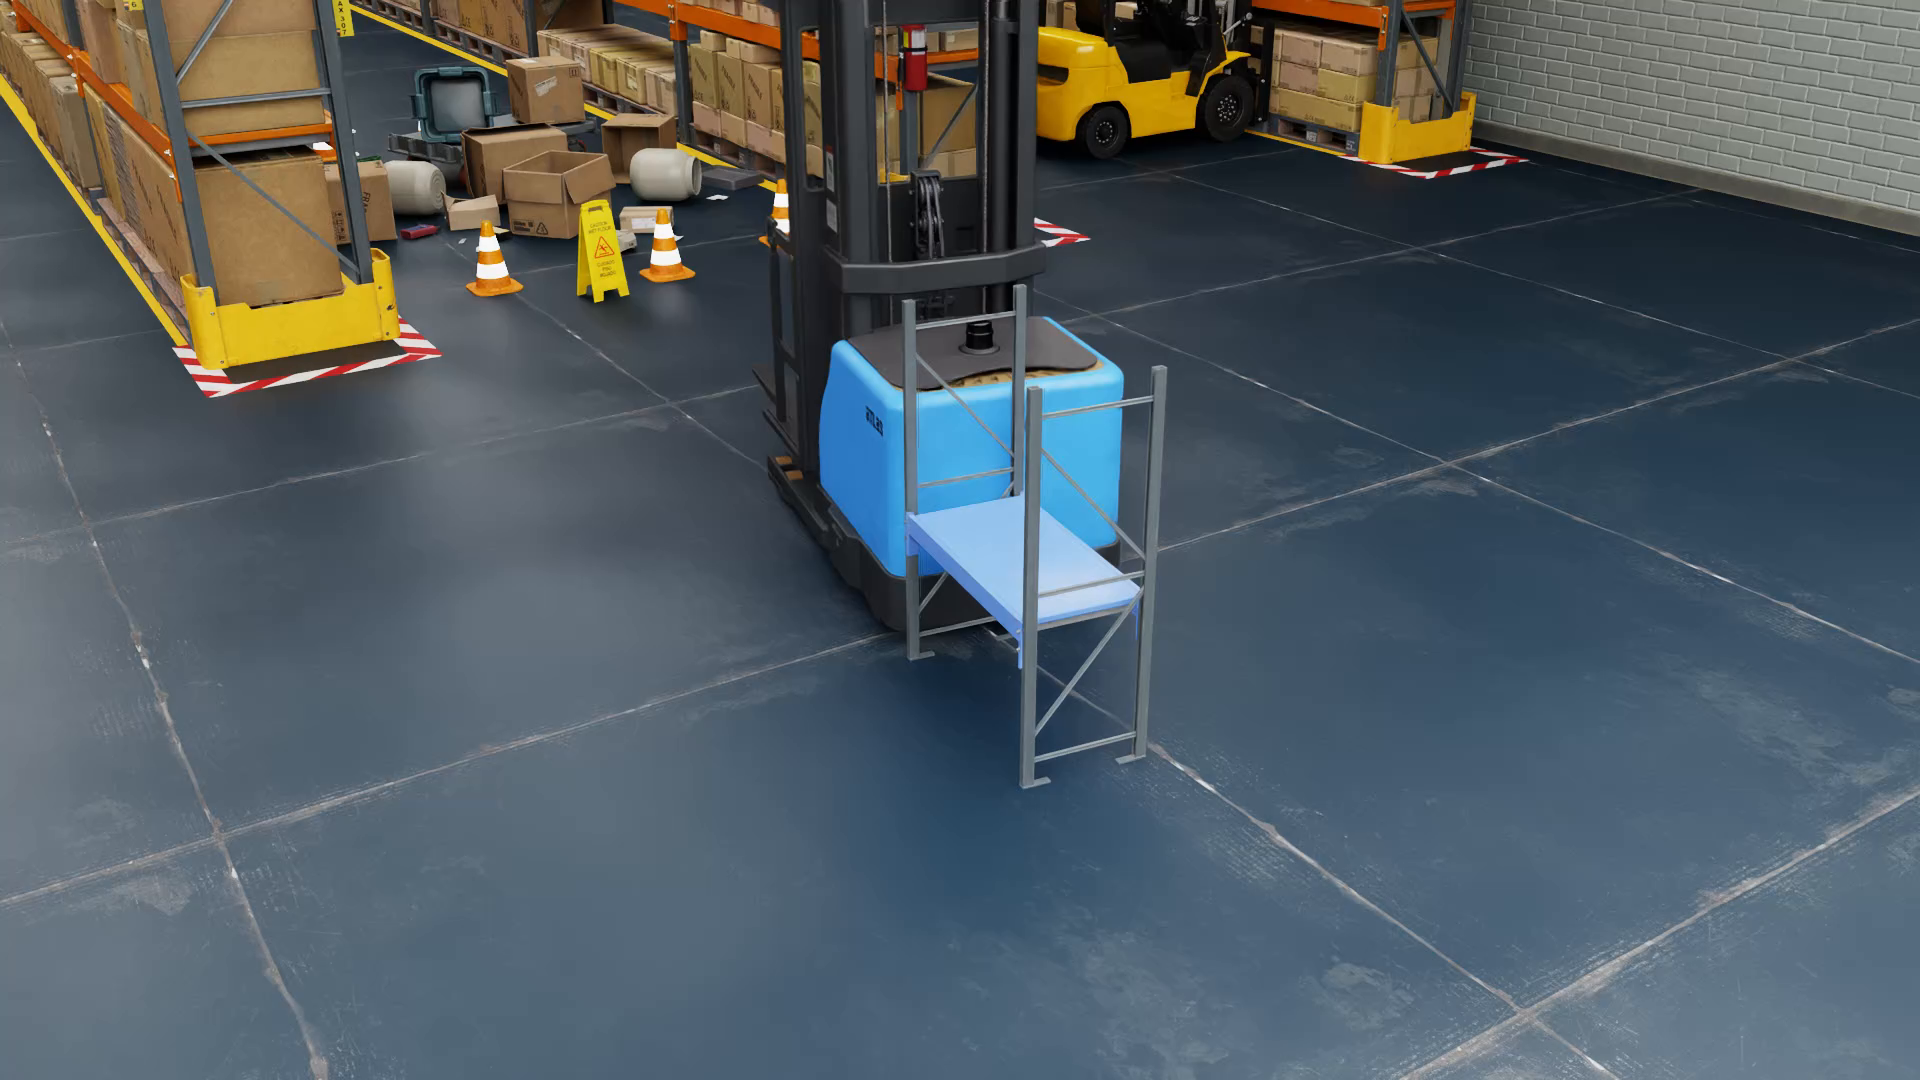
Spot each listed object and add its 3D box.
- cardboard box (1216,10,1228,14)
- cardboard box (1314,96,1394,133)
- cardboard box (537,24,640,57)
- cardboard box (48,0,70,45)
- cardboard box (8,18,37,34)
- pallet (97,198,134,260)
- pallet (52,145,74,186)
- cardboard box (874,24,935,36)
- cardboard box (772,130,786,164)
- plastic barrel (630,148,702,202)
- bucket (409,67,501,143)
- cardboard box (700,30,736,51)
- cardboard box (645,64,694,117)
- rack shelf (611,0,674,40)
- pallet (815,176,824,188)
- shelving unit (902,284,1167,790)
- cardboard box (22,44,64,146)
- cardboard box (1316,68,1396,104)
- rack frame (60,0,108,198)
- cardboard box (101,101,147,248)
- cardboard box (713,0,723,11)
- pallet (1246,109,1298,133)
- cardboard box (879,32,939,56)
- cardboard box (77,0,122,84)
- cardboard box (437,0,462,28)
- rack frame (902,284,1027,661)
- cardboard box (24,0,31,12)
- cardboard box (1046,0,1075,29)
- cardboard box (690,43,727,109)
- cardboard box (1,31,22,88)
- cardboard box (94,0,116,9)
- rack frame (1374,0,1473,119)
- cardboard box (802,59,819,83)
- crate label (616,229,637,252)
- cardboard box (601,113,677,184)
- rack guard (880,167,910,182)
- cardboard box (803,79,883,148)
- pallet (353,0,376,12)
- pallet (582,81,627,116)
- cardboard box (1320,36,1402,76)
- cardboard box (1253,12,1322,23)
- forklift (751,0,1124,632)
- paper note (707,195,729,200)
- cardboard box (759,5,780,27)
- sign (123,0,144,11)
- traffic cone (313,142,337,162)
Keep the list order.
[{"bbox_3d":[2.526,-5.134,16.670,0.500,0.250,0.500,-14,29,-28],"label":"cardboard box"},{"bbox_3d":[3.635,-3.953,15.338,0.500,0.250,0.500,-15,29,-29],"label":"cardboard box"},{"bbox_3d":[-4.068,-5.412,18.287,0.950,0.372,0.625,-18,31,-33],"label":"cardboard box"},{"bbox_3d":[-6.785,-4.164,12.940,0.500,0.500,0.500,-16,29,-30],"label":"cardboard box"},{"bbox_3d":[-9.053,-5.008,16.402,0.500,0.250,0.500,-16,30,-31],"label":"cardboard box"},{"bbox_3d":[-5.927,-2.444,12.679,1.003,0.211,1.213,-16,29,-30],"label":"pallet"},{"bbox_3d":[-7.431,-3.429,14.766,1.003,0.211,1.213,-16,29,-30],"label":"pallet"},{"bbox_3d":[-0.528,-4.063,12.378,0.500,0.500,0.500,-16,30,-30],"label":"cardboard box"},{"bbox_3d":[-1.234,-3.300,13.955,0.500,0.250,0.500,-17,30,-31],"label":"cardboard box"},{"bbox_3d":[-2.397,-2.975,13.555,0.512,0.421,0.421,3,25,6],"label":"plastic barrel"},{"bbox_3d":[-4.270,-3.690,14.108,0.726,0.611,0.620,-6,16,-12],"label":"bucket"},{"bbox_3d":[-2.070,-4.431,14.713,0.380,0.149,0.250,-15,29,-29],"label":"cardboard box"},{"bbox_3d":[-2.473,-4.373,16.086,0.950,0.372,0.625,-15,29,-29],"label":"cardboard box"},{"bbox_3d":[-3.276,-5.574,16.887,1.077,0.370,4.000,-16,29,-30],"label":"rack shelf"},{"bbox_3d":[-0.456,-2.819,13.474,1.003,0.211,1.213,-16,29,-30],"label":"pallet"},{"bbox_3d":[0.231,-0.042,6.082,0.538,1.500,1.048,-11,27,-22],"label":"shelving unit"},{"bbox_3d":[-7.723,-4.047,14.953,1.050,0.750,0.750,-15,29,-29],"label":"cardboard box"},{"bbox_3d":[3.629,-4.186,15.246,0.500,0.250,0.500,-16,30,-30],"label":"cardboard box"},{"bbox_3d":[-6.276,-3.995,12.698,1.000,3.000,0.127,-16,29,-30],"label":"rack frame"},{"bbox_3d":[-5.496,-2.661,11.870,0.875,0.875,0.875,-15,29,-29],"label":"cardboard box"},{"bbox_3d":[-1.929,-4.717,14.523,0.380,0.149,0.250,-16,29,-30],"label":"cardboard box"},{"bbox_3d":[3.042,-4.351,16.718,1.003,0.211,1.213,-16,29,-30],"label":"pallet"},{"bbox_3d":[-0.384,-3.724,12.419,0.380,0.149,0.250,-14,29,-28],"label":"cardboard box"},{"bbox_3d":[-5.550,-3.521,11.520,0.875,0.550,0.550,-16,29,-30],"label":"cardboard box"},{"bbox_3d":[-6.146,-7.072,21.214,0.875,0.875,0.875,-15,29,-28],"label":"cardboard box"},{"bbox_3d":[0.019,-0.239,6.499,0.500,1.500,0.032,-11,27,-22],"label":"rack frame"},{"bbox_3d":[-7.886,-4.885,14.468,0.500,0.500,0.500,-16,29,-30],"label":"cardboard box"},{"bbox_3d":[1.261,-5.922,19.071,0.875,0.625,0.625,-16,30,-30],"label":"cardboard box"},{"bbox_3d":[-2.088,-4.196,14.975,0.500,0.500,0.500,-14,29,-27],"label":"cardboard box"},{"bbox_3d":[-9.621,-5.031,17.330,0.500,0.500,0.500,-17,30,-32],"label":"cardboard box"},{"bbox_3d":[-5.231,-3.828,10.905,0.875,0.550,0.500,-16,29,-30],"label":"cardboard box"},{"bbox_3d":[4.156,-4.912,14.641,1.000,3.000,0.127,-16,29,-30],"label":"rack frame"},{"bbox_3d":[-1.048,-3.765,13.302,0.380,0.149,0.250,-15,29,-29],"label":"cardboard box"},{"bbox_3d":[-2.542,-2.199,12.247,0.298,0.136,0.250,12,28,24],"label":"crate label"},{"bbox_3d":[-2.739,-3.355,14.268,0.500,0.500,0.500,3,25,6],"label":"cardboard box"},{"bbox_3d":[-0.042,-2.651,12.779,1.175,0.500,0.348,-16,29,-30],"label":"rack guard"},{"bbox_3d":[-0.944,-3.451,13.397,0.500,0.500,0.500,-14,29,-28],"label":"cardboard box"},{"bbox_3d":[-8.233,-7.948,24.339,1.003,0.211,1.213,-16,29,-30],"label":"pallet"},{"bbox_3d":[-3.280,-4.638,17.328,1.003,0.211,1.213,-16,29,-30],"label":"pallet"},{"bbox_3d":[3.644,-4.402,15.120,0.500,0.250,0.500,-14,29,-28],"label":"cardboard box"},{"bbox_3d":[3.239,-5.071,16.535,0.500,0.250,0.500,-16,30,-31],"label":"cardboard box"},{"bbox_3d":[-0.317,-1.556,7.613,1.130,2.935,3.031,-9,27,-19],"label":"forklift"},{"bbox_3d":[-1.994,-2.830,13.709,0.148,0.019,0.142,18,31,33],"label":"paper note"},{"bbox_3d":[-1.429,-4.340,13.724,0.380,0.149,0.250,-16,29,-30],"label":"cardboard box"},{"bbox_3d":[-4.555,-3.073,9.113,0.100,0.325,0.005,-16,29,-30],"label":"sign"},{"bbox_3d":[-5.743,-3.679,15.001,0.336,0.463,0.334,-16,29,-30],"label":"traffic cone"}]
